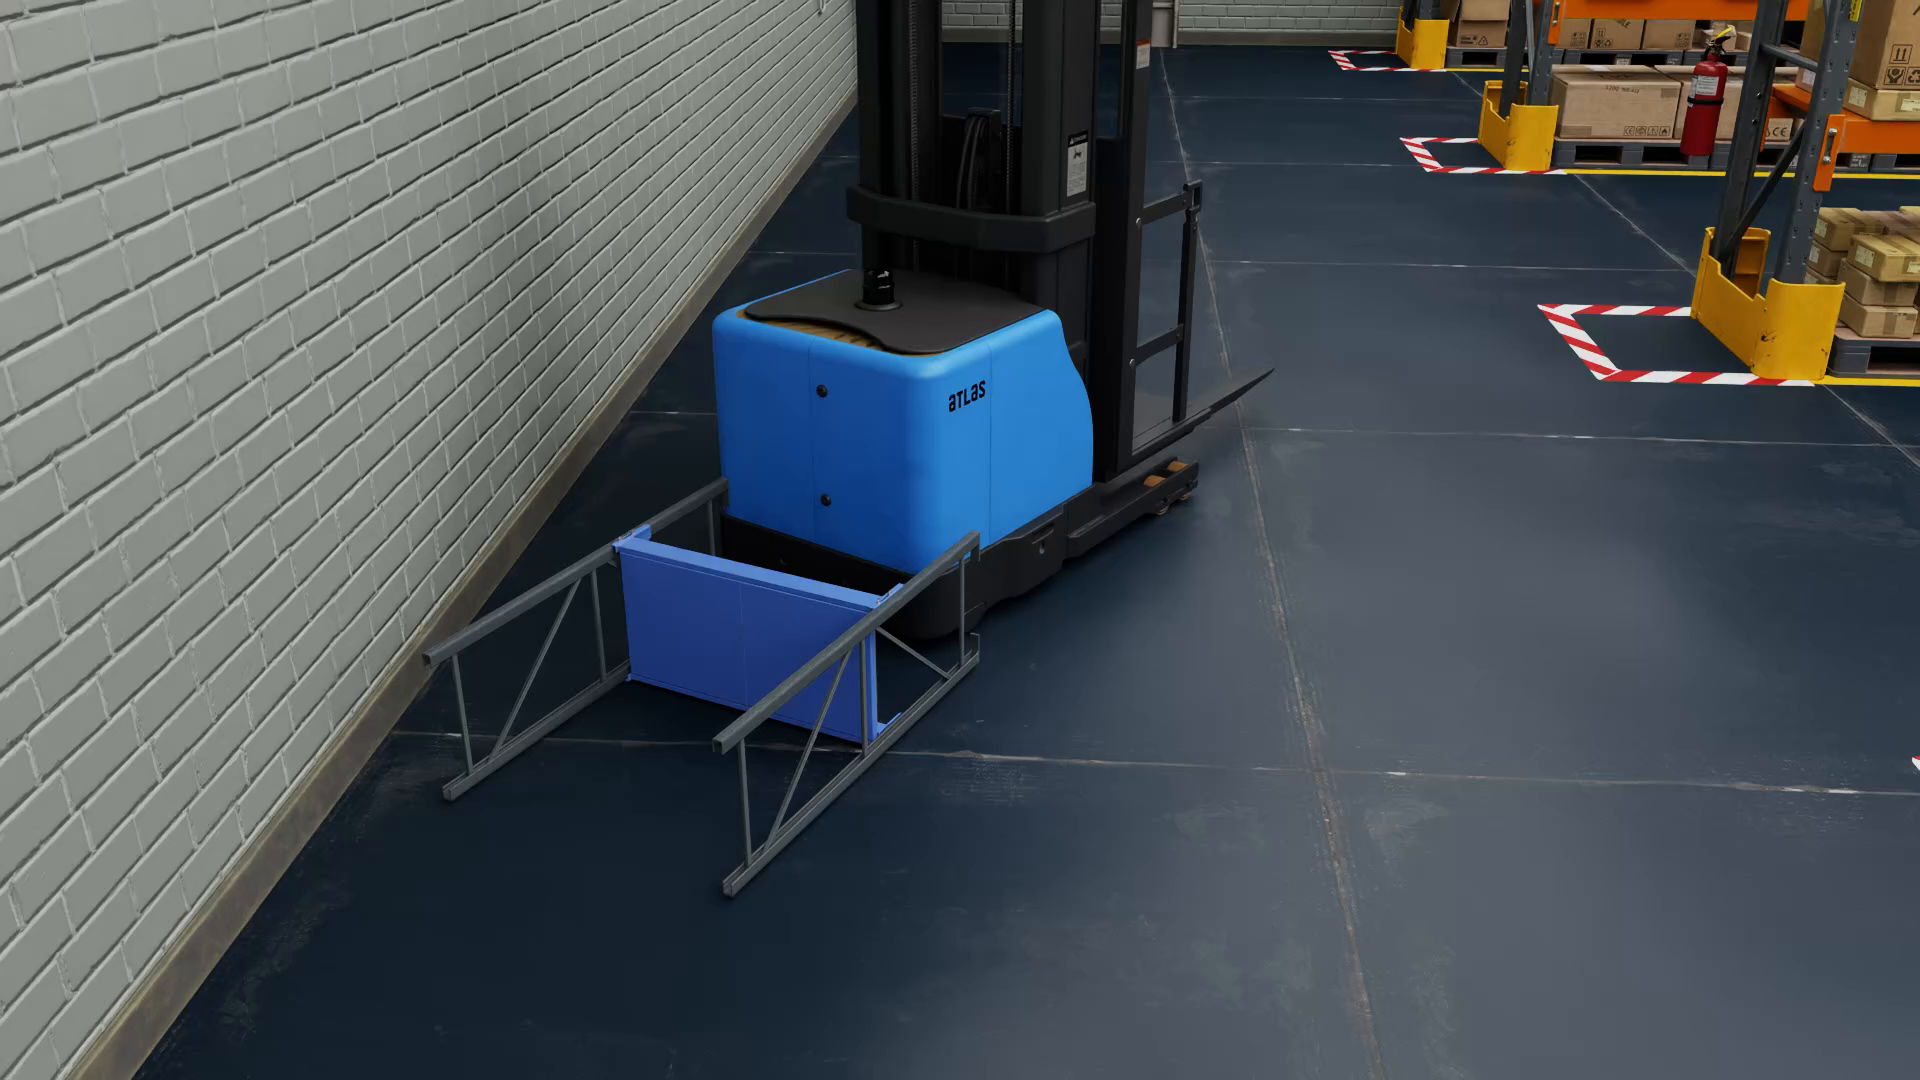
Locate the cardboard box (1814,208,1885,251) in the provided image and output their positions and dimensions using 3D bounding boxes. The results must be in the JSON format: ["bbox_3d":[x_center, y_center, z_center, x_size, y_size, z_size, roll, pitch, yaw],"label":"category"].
[{"bbox_3d":[4.795,-1.685,9.019,0.250,0.149,0.380,2,25,5],"label":"cardboard box"}]

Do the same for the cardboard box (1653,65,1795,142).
[{"bbox_3d":[6.105,-3.518,13.370,0.875,0.438,0.875,2,25,5],"label":"cardboard box"}]

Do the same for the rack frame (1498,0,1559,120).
[{"bbox_3d":[4.526,-4.496,12.934,0.127,3.000,1.000,2,25,4],"label":"rack frame"}]

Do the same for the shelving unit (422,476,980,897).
[{"bbox_3d":[-0.744,0.376,5.288,1.048,0.538,1.500,12,27,25],"label":"shelving unit"}]

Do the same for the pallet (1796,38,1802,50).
[{"bbox_3d":[9.704,-5.160,17.712,1.213,0.211,1.003,2,25,4],"label":"pallet"}]

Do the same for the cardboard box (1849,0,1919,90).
[{"bbox_3d":[4.674,-2.481,8.078,0.500,0.500,0.500,3,25,6],"label":"cardboard box"}]

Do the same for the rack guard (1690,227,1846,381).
[{"bbox_3d":[4.324,-1.292,8.960,0.348,0.500,1.175,2,25,4],"label":"rack guard"}]

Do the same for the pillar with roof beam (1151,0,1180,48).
[{"bbox_3d":[1.953,-7.958,13.280,0.400,9.000,9.100,2,25,4],"label":"pillar with roof beam"}]

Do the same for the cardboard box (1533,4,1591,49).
[{"bbox_3d":[6.354,-5.518,17.641,0.500,0.500,0.700,3,25,6],"label":"cardboard box"}]

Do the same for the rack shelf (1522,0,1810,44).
[{"bbox_3d":[6.520,-4.106,12.945,4.000,0.370,1.077,2,25,4],"label":"rack shelf"}]

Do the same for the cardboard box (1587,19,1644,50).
[{"bbox_3d":[6.874,-5.459,17.514,0.500,0.500,0.500,2,25,5],"label":"cardboard box"}]

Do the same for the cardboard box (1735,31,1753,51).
[{"bbox_3d":[8.313,-5.228,17.432,0.250,0.149,0.380,1,25,2],"label":"cardboard box"}]

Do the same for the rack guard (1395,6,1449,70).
[{"bbox_3d":[4.978,-5.427,17.947,0.348,0.500,1.175,2,25,4],"label":"rack guard"}]

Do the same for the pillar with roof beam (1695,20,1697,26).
[{"bbox_3d":[7.936,-7.766,12.863,0.400,9.000,9.100,2,25,4],"label":"pillar with roof beam"}]

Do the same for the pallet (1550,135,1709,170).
[{"bbox_3d":[5.329,-3.237,13.532,1.213,0.211,1.003,2,25,4],"label":"pallet"}]

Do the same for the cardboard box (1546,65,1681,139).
[{"bbox_3d":[5.192,-3.544,13.426,0.875,0.438,0.875,1,25,2],"label":"cardboard box"}]

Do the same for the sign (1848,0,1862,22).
[{"bbox_3d":[4.206,-2.597,7.770,0.005,0.325,0.100,2,25,4],"label":"sign"}]

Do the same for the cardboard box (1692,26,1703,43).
[{"bbox_3d":[7.818,-5.467,17.950,0.250,0.149,0.380,2,25,3],"label":"cardboard box"}]

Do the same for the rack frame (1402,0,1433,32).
[{"bbox_3d":[4.902,-6.565,17.430,0.127,3.000,1.000,2,25,4],"label":"rack frame"}]

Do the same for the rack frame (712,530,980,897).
[{"bbox_3d":[-0.293,0.474,5.075,0.032,0.500,1.500,12,27,25],"label":"rack frame"}]

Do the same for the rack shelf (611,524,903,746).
[{"bbox_3d":[-0.661,0.310,5.433,1.000,0.538,0.185,12,27,25],"label":"rack shelf"}]

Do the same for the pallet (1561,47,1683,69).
[{"bbox_3d":[6.986,-5.231,17.866,1.213,0.211,1.003,2,25,4],"label":"pallet"}]

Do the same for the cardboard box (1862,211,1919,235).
[{"bbox_3d":[5.041,-1.653,8.950,0.250,0.149,0.380,2,25,5],"label":"cardboard box"}]

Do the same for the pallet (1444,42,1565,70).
[{"bbox_3d":[5.773,-5.271,17.953,1.213,0.211,1.003,2,25,4],"label":"pallet"}]

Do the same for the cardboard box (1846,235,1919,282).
[{"bbox_3d":[4.744,-1.438,8.482,0.250,0.149,0.380,1,25,2],"label":"cardboard box"}]

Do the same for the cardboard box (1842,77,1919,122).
[{"bbox_3d":[4.546,-2.169,8.176,0.250,0.149,0.380,2,25,4],"label":"cardboard box"}]

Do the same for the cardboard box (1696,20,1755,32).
[{"bbox_3d":[8.250,-5.526,17.886,0.500,0.311,0.500,3,25,6],"label":"cardboard box"}]

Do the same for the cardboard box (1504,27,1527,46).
[{"bbox_3d":[5.926,-5.372,17.745,0.250,0.149,0.380,1,25,2],"label":"cardboard box"}]

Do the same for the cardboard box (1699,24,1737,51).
[{"bbox_3d":[7.957,-5.293,17.433,0.258,0.266,0.396,3,25,6],"label":"cardboard box"}]

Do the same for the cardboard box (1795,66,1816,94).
[{"bbox_3d":[4.595,-2.423,8.729,0.250,0.149,0.380,2,25,4],"label":"cardboard box"}]

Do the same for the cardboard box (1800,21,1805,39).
[{"bbox_3d":[9.403,-5.600,17.820,0.500,0.500,0.500,2,25,4],"label":"cardboard box"}]

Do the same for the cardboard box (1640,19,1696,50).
[{"bbox_3d":[7.389,-5.485,17.569,0.500,0.500,0.700,1,25,2],"label":"cardboard box"}]

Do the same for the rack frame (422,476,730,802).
[{"bbox_3d":[-1.195,0.278,5.501,0.032,0.500,1.500,12,27,25],"label":"rack frame"}]

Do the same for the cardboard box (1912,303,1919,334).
[{"bbox_3d":[5.013,-1.201,8.681,0.250,0.149,0.380,2,25,4],"label":"cardboard box"}]

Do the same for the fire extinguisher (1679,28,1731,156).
[{"bbox_3d":[4.032,-2.426,8.973,0.183,0.674,0.296,2,25,4],"label":"fire extinguisher"}]

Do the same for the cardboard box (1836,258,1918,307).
[{"bbox_3d":[4.751,-1.337,8.620,0.250,0.149,0.380,3,25,6],"label":"cardboard box"}]

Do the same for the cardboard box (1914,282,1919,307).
[{"bbox_3d":[5.019,-1.305,8.550,0.250,0.149,0.380,2,25,4],"label":"cardboard box"}]

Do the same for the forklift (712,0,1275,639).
[{"bbox_3d":[0.366,-1.542,6.595,1.130,2.935,3.031,17,30,32],"label":"forklift"}]

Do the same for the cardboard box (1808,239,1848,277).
[{"bbox_3d":[4.796,-1.563,9.111,0.250,0.149,0.380,1,25,3],"label":"cardboard box"}]

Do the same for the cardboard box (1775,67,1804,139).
[{"bbox_3d":[7.004,-3.489,13.306,0.875,0.438,0.875,1,25,2],"label":"cardboard box"}]

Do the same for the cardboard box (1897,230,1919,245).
[{"bbox_3d":[5.028,-1.479,8.572,0.250,0.149,0.380,2,25,5],"label":"cardboard box"}]

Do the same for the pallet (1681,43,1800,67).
[{"bbox_3d":[8.206,-5.193,17.783,1.213,0.211,1.003,2,25,4],"label":"pallet"}]

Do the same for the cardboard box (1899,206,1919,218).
[{"bbox_3d":[5.309,-1.697,9.047,0.250,0.149,0.380,1,25,3],"label":"cardboard box"}]

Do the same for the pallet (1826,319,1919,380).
[{"bbox_3d":[5.131,-1.120,8.932,1.213,0.211,1.003,2,25,4],"label":"pallet"}]

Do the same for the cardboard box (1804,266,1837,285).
[{"bbox_3d":[4.789,-1.396,9.103,0.250,0.149,0.380,2,25,5],"label":"cardboard box"}]

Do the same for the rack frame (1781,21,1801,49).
[{"bbox_3d":[8.891,-6.437,17.152,0.127,3.000,1.000,2,25,4],"label":"rack frame"}]

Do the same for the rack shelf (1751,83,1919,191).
[{"bbox_3d":[6.242,-2.039,8.454,4.000,0.370,1.077,2,25,4],"label":"rack shelf"}]

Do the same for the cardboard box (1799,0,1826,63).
[{"bbox_3d":[4.716,-2.704,8.562,0.500,0.500,0.500,2,25,5],"label":"cardboard box"}]

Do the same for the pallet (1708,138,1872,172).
[{"bbox_3d":[6.542,-3.197,13.444,1.213,0.211,1.003,2,25,4],"label":"pallet"}]

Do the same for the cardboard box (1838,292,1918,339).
[{"bbox_3d":[4.746,-1.176,8.625,0.250,0.149,0.380,2,25,5],"label":"cardboard box"}]

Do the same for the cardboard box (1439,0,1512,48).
[{"bbox_3d":[5.505,-5.563,17.735,0.637,0.503,0.797,1,25,2],"label":"cardboard box"}]

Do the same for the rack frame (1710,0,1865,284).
[{"bbox_3d":[4.248,-2.430,8.443,0.127,3.000,1.000,2,25,4],"label":"rack frame"}]

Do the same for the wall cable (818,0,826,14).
[{"bbox_3d":[-1.098,-5.143,13.086,0.123,1.953,0.585,2,25,4],"label":"wall cable"}]

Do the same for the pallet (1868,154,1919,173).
[{"bbox_3d":[7.762,-3.159,13.362,1.213,0.211,1.003,2,25,4],"label":"pallet"}]

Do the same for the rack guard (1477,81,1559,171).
[{"bbox_3d":[4.502,-3.362,13.458,0.348,0.500,1.175,2,25,4],"label":"rack guard"}]
